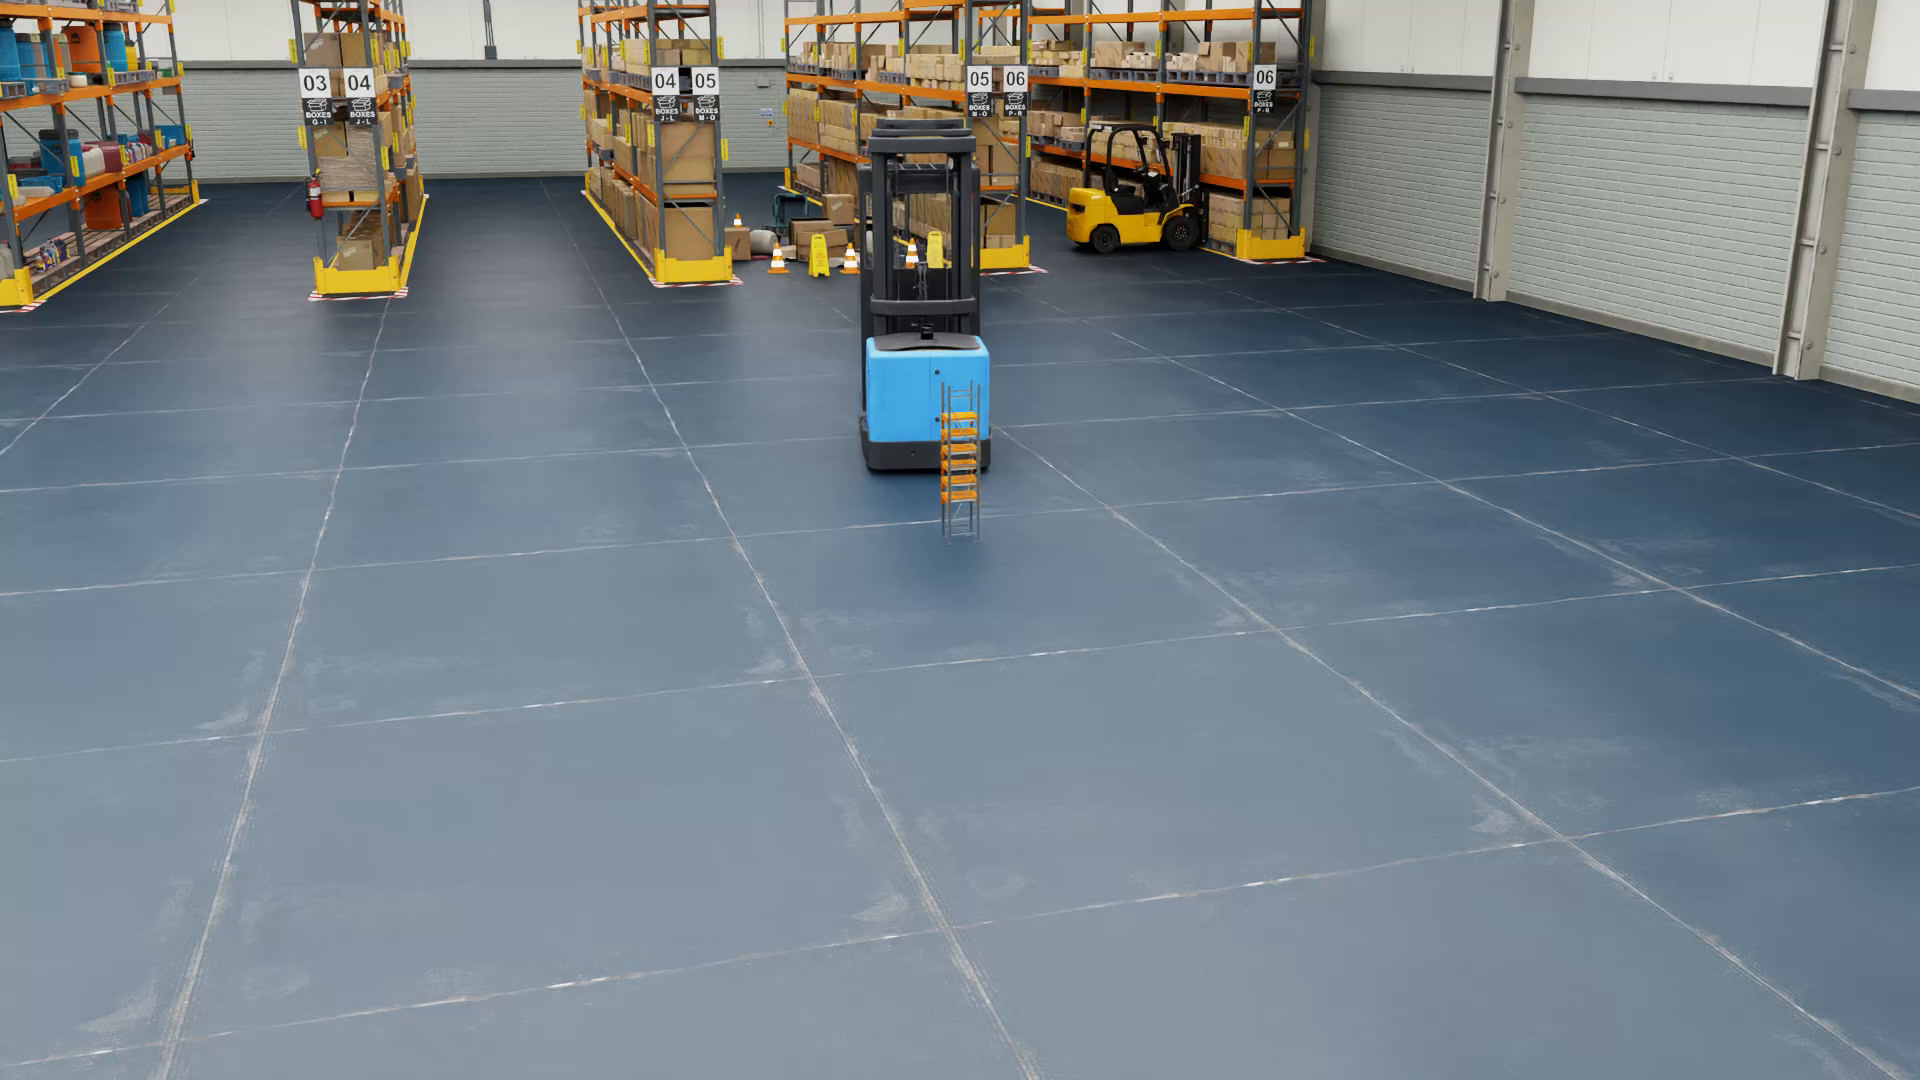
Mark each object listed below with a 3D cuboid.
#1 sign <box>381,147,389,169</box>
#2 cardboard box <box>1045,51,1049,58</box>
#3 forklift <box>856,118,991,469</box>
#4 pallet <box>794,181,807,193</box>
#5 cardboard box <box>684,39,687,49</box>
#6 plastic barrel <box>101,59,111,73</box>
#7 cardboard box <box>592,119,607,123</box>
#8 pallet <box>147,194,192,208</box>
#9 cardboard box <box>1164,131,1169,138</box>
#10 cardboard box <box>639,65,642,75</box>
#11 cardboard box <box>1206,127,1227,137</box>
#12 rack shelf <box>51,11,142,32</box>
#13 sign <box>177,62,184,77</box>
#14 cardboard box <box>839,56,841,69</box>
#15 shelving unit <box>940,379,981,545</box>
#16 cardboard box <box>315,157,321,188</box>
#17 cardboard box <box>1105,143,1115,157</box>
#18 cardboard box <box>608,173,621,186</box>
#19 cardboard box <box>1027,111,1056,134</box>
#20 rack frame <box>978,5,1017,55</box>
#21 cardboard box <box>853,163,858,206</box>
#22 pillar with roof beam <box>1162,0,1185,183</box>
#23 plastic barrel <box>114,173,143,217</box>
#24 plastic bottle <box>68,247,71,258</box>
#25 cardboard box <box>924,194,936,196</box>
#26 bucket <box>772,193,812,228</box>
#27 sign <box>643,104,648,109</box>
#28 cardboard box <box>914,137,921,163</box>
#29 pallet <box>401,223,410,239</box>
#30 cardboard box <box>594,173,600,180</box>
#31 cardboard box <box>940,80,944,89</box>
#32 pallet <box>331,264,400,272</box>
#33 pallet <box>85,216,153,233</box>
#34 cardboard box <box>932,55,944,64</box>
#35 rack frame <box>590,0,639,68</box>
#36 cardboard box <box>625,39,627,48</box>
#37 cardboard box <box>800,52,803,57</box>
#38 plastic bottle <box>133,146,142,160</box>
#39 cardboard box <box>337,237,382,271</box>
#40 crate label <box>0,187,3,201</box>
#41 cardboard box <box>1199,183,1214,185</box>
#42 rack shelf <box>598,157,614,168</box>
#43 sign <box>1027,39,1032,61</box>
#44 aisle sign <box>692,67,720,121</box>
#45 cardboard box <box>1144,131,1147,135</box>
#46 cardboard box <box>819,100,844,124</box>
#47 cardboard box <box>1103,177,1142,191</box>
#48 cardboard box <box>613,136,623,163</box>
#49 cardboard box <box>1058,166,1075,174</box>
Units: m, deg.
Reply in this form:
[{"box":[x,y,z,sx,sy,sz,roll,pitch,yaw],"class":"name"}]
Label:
[{"box":[-8.433,-5.599,24.374,0.100,0.325,0.005,-5,17,-15],"class":"sign"},{"box":[2.128,-10.878,37.252,0.380,0.149,0.250,-5,17,-15],"class":"cardboard box"},{"box":[-0.383,-2.382,15.287,1.130,2.935,3.031,-1,17,-5],"class":"forklift"},{"box":[-3.528,-8.801,41.383,1.003,0.211,1.213,-5,17,-15],"class":"pallet"},{"box":[-4.082,-7.711,25.841,0.380,0.149,0.250,-5,17,-16],"class":"cardboard box"},{"box":[-15.985,-8.838,30.986,0.294,0.245,0.294,0,17,0],"class":"plastic barrel"},{"box":[-7.707,-8.969,35.769,0.380,0.149,0.250,-4,17,-14],"class":"cardboard box"},{"box":[-17.925,-7.609,37.417,1.003,0.211,1.213,-5,17,-15],"class":"pallet"},{"box":[4.081,-7.675,31.487,0.380,0.149,0.250,-5,17,-16],"class":"cardboard box"},{"box":[-4.855,-7.418,26.252,0.380,0.149,0.250,-5,17,-16],"class":"cardboard box"},{"box":[4.597,-7.247,29.547,0.380,0.149,0.250,-4,17,-14],"class":"cardboard box"},{"box":[-16.465,-9.853,31.559,1.077,0.370,4.000,-5,17,-15],"class":"rack shelf"},{"box":[-17.589,-10.610,37.529,0.100,0.325,0.005,-5,17,-15],"class":"sign"},{"box":[-2.340,-10.065,35.034,0.396,0.266,0.258,-5,17,-17],"class":"cardboard box"},{"box":[0.004,-0.571,12.266,0.258,1.200,0.189,-5,17,-15],"class":"shelving unit"},{"box":[-9.332,-5.615,25.241,0.875,0.500,0.500,-5,17,-15],"class":"cardboard box"},{"box":[3.316,-8.036,34.252,0.500,0.250,0.500,-5,18,-17],"class":"cardboard box"},{"box":[-6.946,-7.389,34.149,0.500,0.250,0.500,-4,17,-14],"class":"cardboard box"},{"box":[1.965,-9.736,38.745,0.700,0.500,0.500,-4,17,-14],"class":"cardboard box"},{"box":[0.948,-13.618,42.144,1.000,3.000,0.127,-5,17,-15],"class":"rack frame"},{"box":[-1.735,-7.519,35.234,0.875,0.875,0.875,-5,17,-16],"class":"cardboard box"},{"box":[0.233,-10.775,32.681,9.100,9.000,0.400,-5,17,-15],"class":"pillar with roof beam"},{"box":[-16.687,-6.918,33.186,0.600,0.901,0.708,-5,17,-15],"class":"plastic barrel"},{"box":[-14.417,-4.652,26.823,0.097,0.201,0.097,0,17,0],"class":"plastic bottle"},{"box":[-0.426,-6.146,29.316,0.380,0.149,0.250,-4,17,-12],"class":"cardboard box"},{"box":[-3.003,-5.917,29.985,0.726,0.611,0.620,1,7,4],"class":"bucket"},{"box":[-6.923,-9.425,36.601,0.100,0.325,0.005,-5,17,-15],"class":"sign"},{"box":[-0.512,-6.941,29.656,0.500,0.500,0.500,-5,17,-15],"class":"cardboard box"},{"box":[-10.940,-5.803,31.404,1.003,0.211,1.213,-5,17,-15],"class":"pallet"},{"box":[-8.233,-8.379,38.323,0.380,0.149,0.250,-5,18,-17],"class":"cardboard box"},{"box":[-0.118,-7.675,28.010,0.380,0.149,0.250,-5,17,-17],"class":"cardboard box"},{"box":[-9.165,-4.055,25.584,1.003,0.211,1.213,-5,17,-15],"class":"pallet"},{"box":[-16.504,-6.179,32.656,1.003,0.211,1.213,-5,17,-15],"class":"pallet"},{"box":[-0.257,-8.115,28.091,0.380,0.149,0.250,-4,17,-14],"class":"cardboard box"},{"box":[-7.456,-11.699,35.755,1.000,3.000,0.127,-5,17,-15],"class":"rack frame"},{"box":[-5.484,-8.432,28.242,0.380,0.149,0.250,-5,17,-15],"class":"cardboard box"},{"box":[-3.613,-11.847,40.822,0.500,0.250,0.500,-6,18,-20],"class":"cardboard box"},{"box":[-16.357,-7.686,33.042,0.152,0.276,0.135,-5,17,-15],"class":"plastic bottle"},{"box":[-9.110,-4.320,25.234,0.500,0.500,0.500,-1,17,-5],"class":"cardboard box"},{"box":[-14.483,-5.255,24.671,0.502,0.435,0.616,-5,17,-15],"class":"crate label"},{"box":[4.567,-6.668,31.746,0.500,0.250,0.500,-4,17,-14],"class":"cardboard box"},{"box":[-6.906,-7.928,34.880,1.077,0.370,4.000,-5,17,-15],"class":"rack shelf"},{"box":[1.096,-7.823,26.550,0.100,0.325,0.005,-5,17,-15],"class":"sign"},{"box":[-3.850,-6.755,25.208,0.394,0.787,0.004,-5,17,-15],"class":"aisle sign"},{"box":[3.834,-8.003,32.578,0.380,0.149,0.250,-5,17,-15],"class":"cardboard box"},{"box":[-2.879,-9.627,37.375,0.500,0.500,0.500,-4,17,-15],"class":"cardboard box"},{"box":[3.492,-7.242,34.744,0.875,0.625,0.625,-4,17,-13],"class":"cardboard box"},{"box":[-6.493,-7.621,32.436,0.500,0.500,0.500,-5,17,-15],"class":"cardboard box"},{"box":[2.430,-8.332,37.463,0.380,0.149,0.250,-6,18,-18],"class":"cardboard box"}]
